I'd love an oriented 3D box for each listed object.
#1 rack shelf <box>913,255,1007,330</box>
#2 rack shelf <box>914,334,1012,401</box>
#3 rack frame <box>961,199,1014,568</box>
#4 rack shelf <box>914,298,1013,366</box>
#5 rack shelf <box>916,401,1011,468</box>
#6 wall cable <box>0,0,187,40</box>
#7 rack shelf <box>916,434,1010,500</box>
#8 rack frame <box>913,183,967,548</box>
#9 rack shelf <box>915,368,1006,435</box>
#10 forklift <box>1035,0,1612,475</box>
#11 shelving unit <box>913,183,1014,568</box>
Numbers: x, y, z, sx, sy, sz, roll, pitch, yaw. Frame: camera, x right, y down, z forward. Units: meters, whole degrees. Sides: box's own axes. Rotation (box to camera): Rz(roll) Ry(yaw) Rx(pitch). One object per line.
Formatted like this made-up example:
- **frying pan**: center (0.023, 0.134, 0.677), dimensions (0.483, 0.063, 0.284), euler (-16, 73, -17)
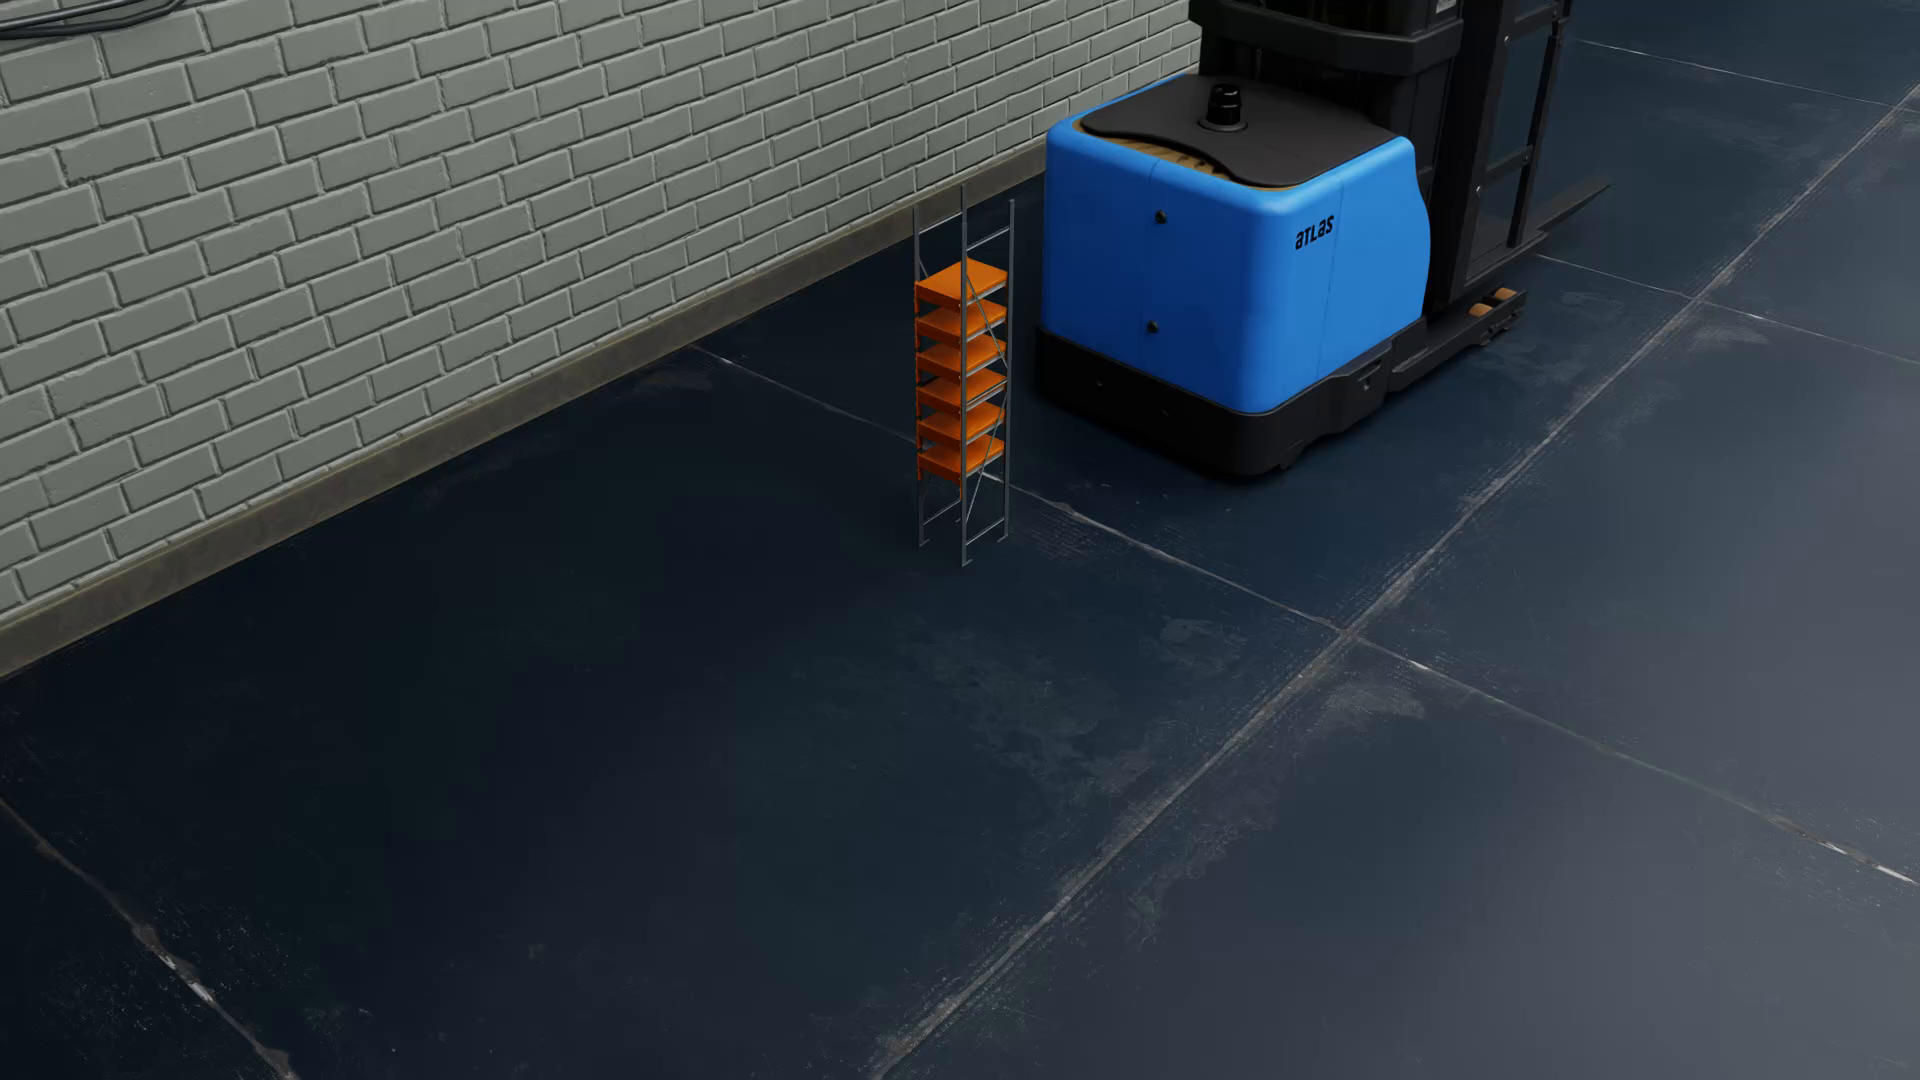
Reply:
- **rack shelf**: center (0.011, -0.749, 5.023), dimensions (0.180, 0.103, 0.258), euler (25, 42, 32)
- **rack shelf**: center (0.011, -0.552, 5.158), dimensions (0.180, 0.103, 0.258), euler (25, 42, 32)
- **rack frame**: center (0.081, -0.456, 5.153), dimensions (0.006, 1.200, 0.240), euler (25, 42, 32)
- **rack shelf**: center (0.011, -0.651, 5.091), dimensions (0.180, 0.103, 0.258), euler (25, 42, 32)
- **rack shelf**: center (0.011, -0.354, 5.294), dimensions (0.180, 0.103, 0.258), euler (25, 42, 32)
- **wall cable**: center (-2.978, -1.924, 3.144), dimensions (0.112, 2.526, 3.097), euler (25, 42, 32)
- **rack shelf**: center (0.011, -0.255, 5.362), dimensions (0.180, 0.103, 0.258), euler (25, 42, 32)
- **rack frame**: center (-0.059, -0.523, 5.250), dimensions (0.006, 1.200, 0.240), euler (25, 42, 32)
- **rack shelf**: center (0.011, -0.453, 5.226), dimensions (0.180, 0.103, 0.258), euler (25, 42, 32)
- **forklift**: center (1.666, -2.170, 6.119), dimensions (1.130, 2.935, 3.031), euler (28, 44, 35)
- **shelving unit**: center (0.011, -0.489, 5.201), dimensions (0.189, 1.200, 0.258), euler (25, 42, 32)
